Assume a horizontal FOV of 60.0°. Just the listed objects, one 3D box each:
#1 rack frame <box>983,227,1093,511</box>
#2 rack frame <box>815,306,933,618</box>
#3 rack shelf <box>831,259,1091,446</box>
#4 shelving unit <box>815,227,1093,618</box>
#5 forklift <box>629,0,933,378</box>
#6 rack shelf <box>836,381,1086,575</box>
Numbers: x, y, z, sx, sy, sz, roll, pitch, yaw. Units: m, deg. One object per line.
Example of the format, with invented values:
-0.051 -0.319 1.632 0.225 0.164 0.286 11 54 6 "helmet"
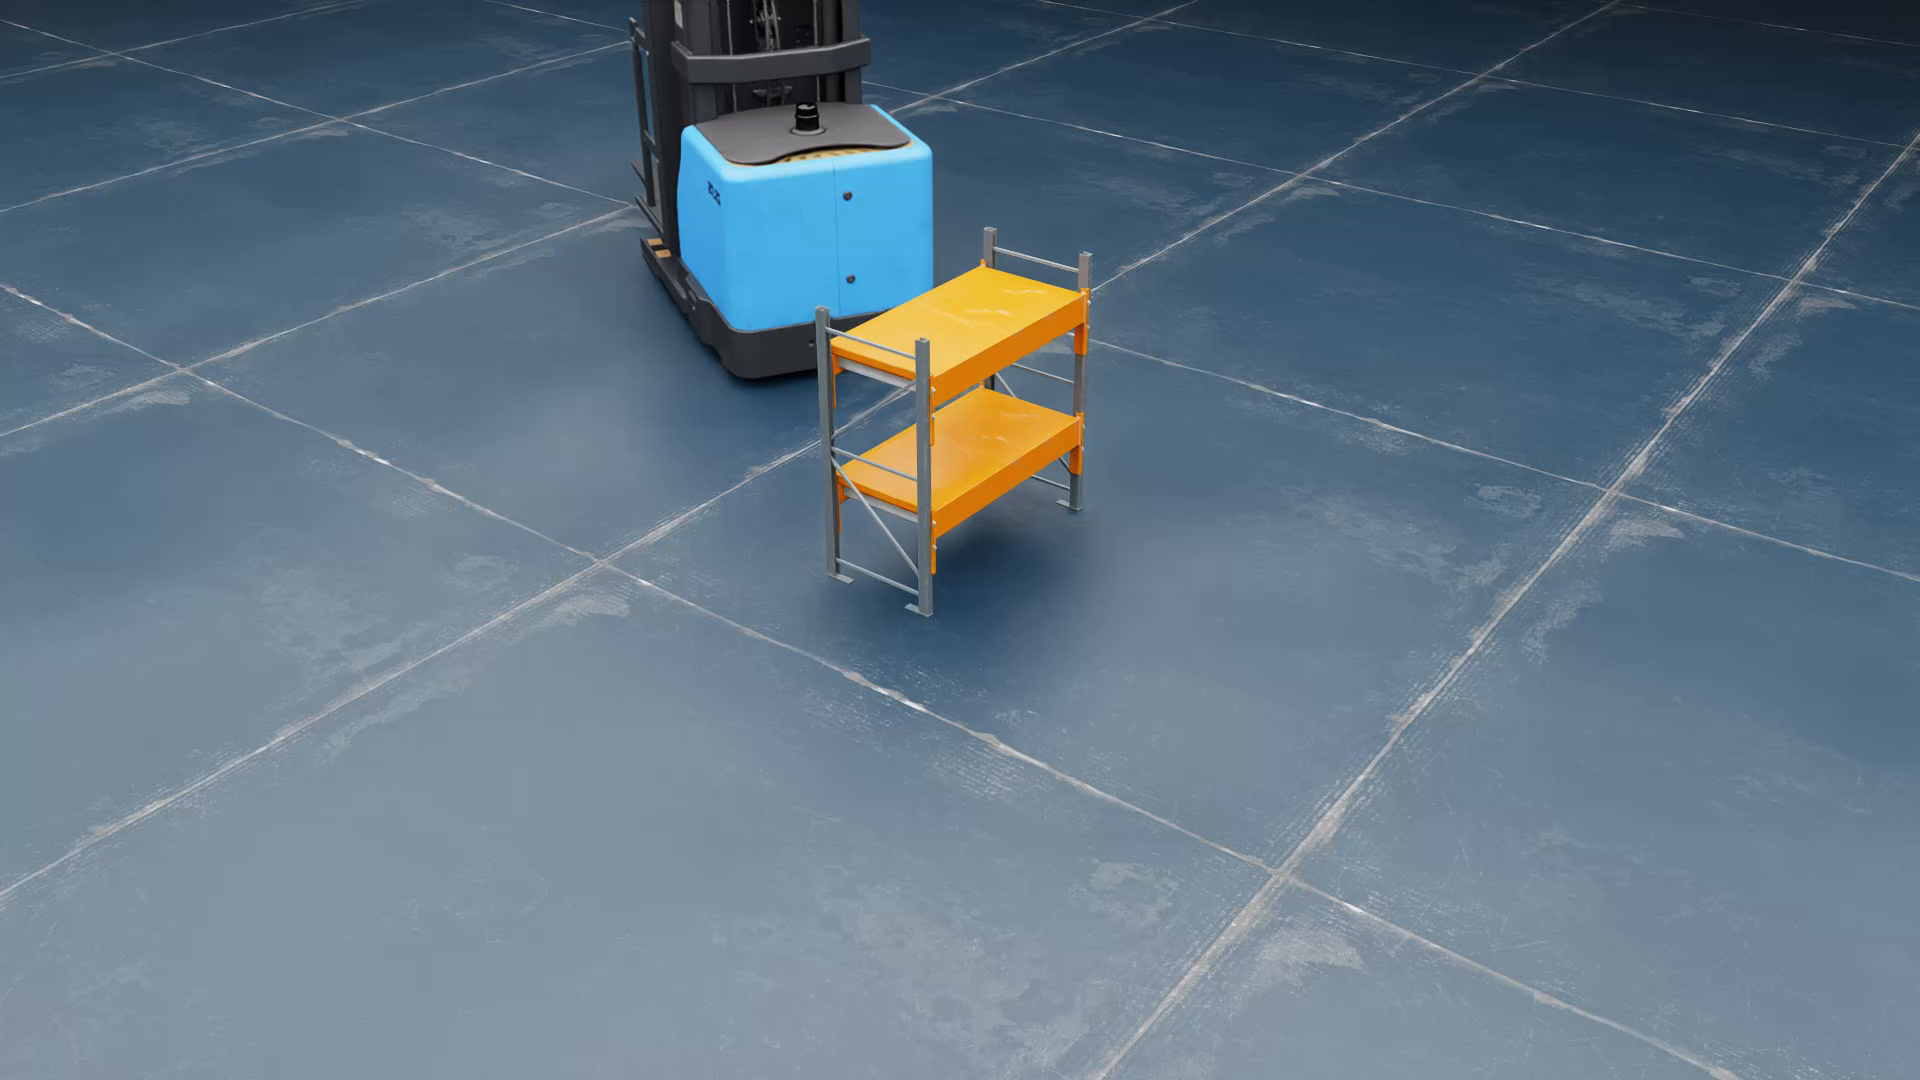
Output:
0.303 -0.688 6.807 0.500 1.125 0.032 21 37 31 "rack frame"
-0.311 -0.275 6.110 0.500 1.125 0.032 21 37 31 "rack frame"
-0.004 -0.733 6.309 0.538 0.278 1.000 21 37 31 "rack shelf"
-0.004 -0.481 6.459 0.538 1.125 1.048 21 37 31 "shelving unit"
-1.140 -2.766 8.542 1.130 2.935 3.031 -12 33 -19 "forklift"
-0.004 -0.271 6.583 0.538 0.278 1.000 21 37 31 "rack shelf"
